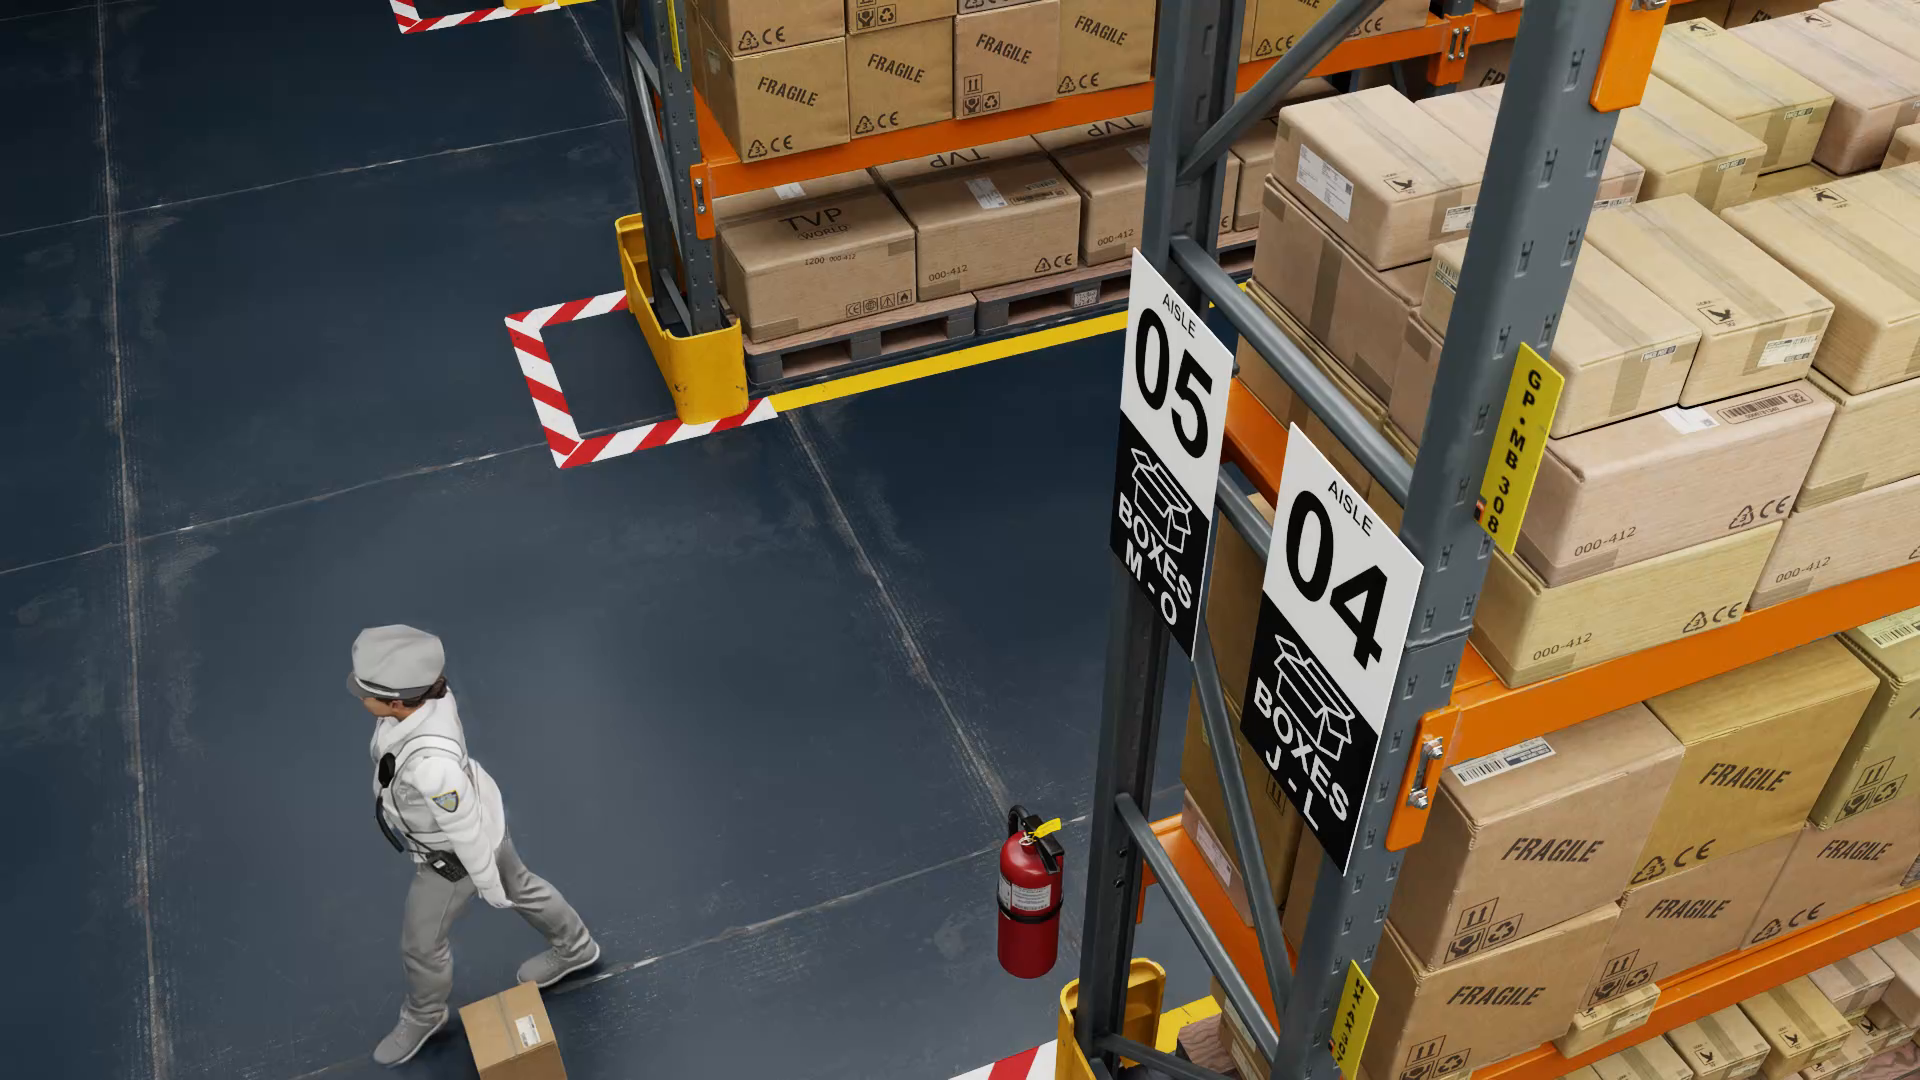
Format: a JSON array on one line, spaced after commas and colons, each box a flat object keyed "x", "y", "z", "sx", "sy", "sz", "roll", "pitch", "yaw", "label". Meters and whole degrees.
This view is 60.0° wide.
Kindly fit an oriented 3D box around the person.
[{"x": -1.610, "y": 0.920, "z": 5.132, "sx": 0.773, "sy": 1.706, "sz": 0.522, "roll": -11, "pitch": 43, "yaw": -12, "label": "person"}]
